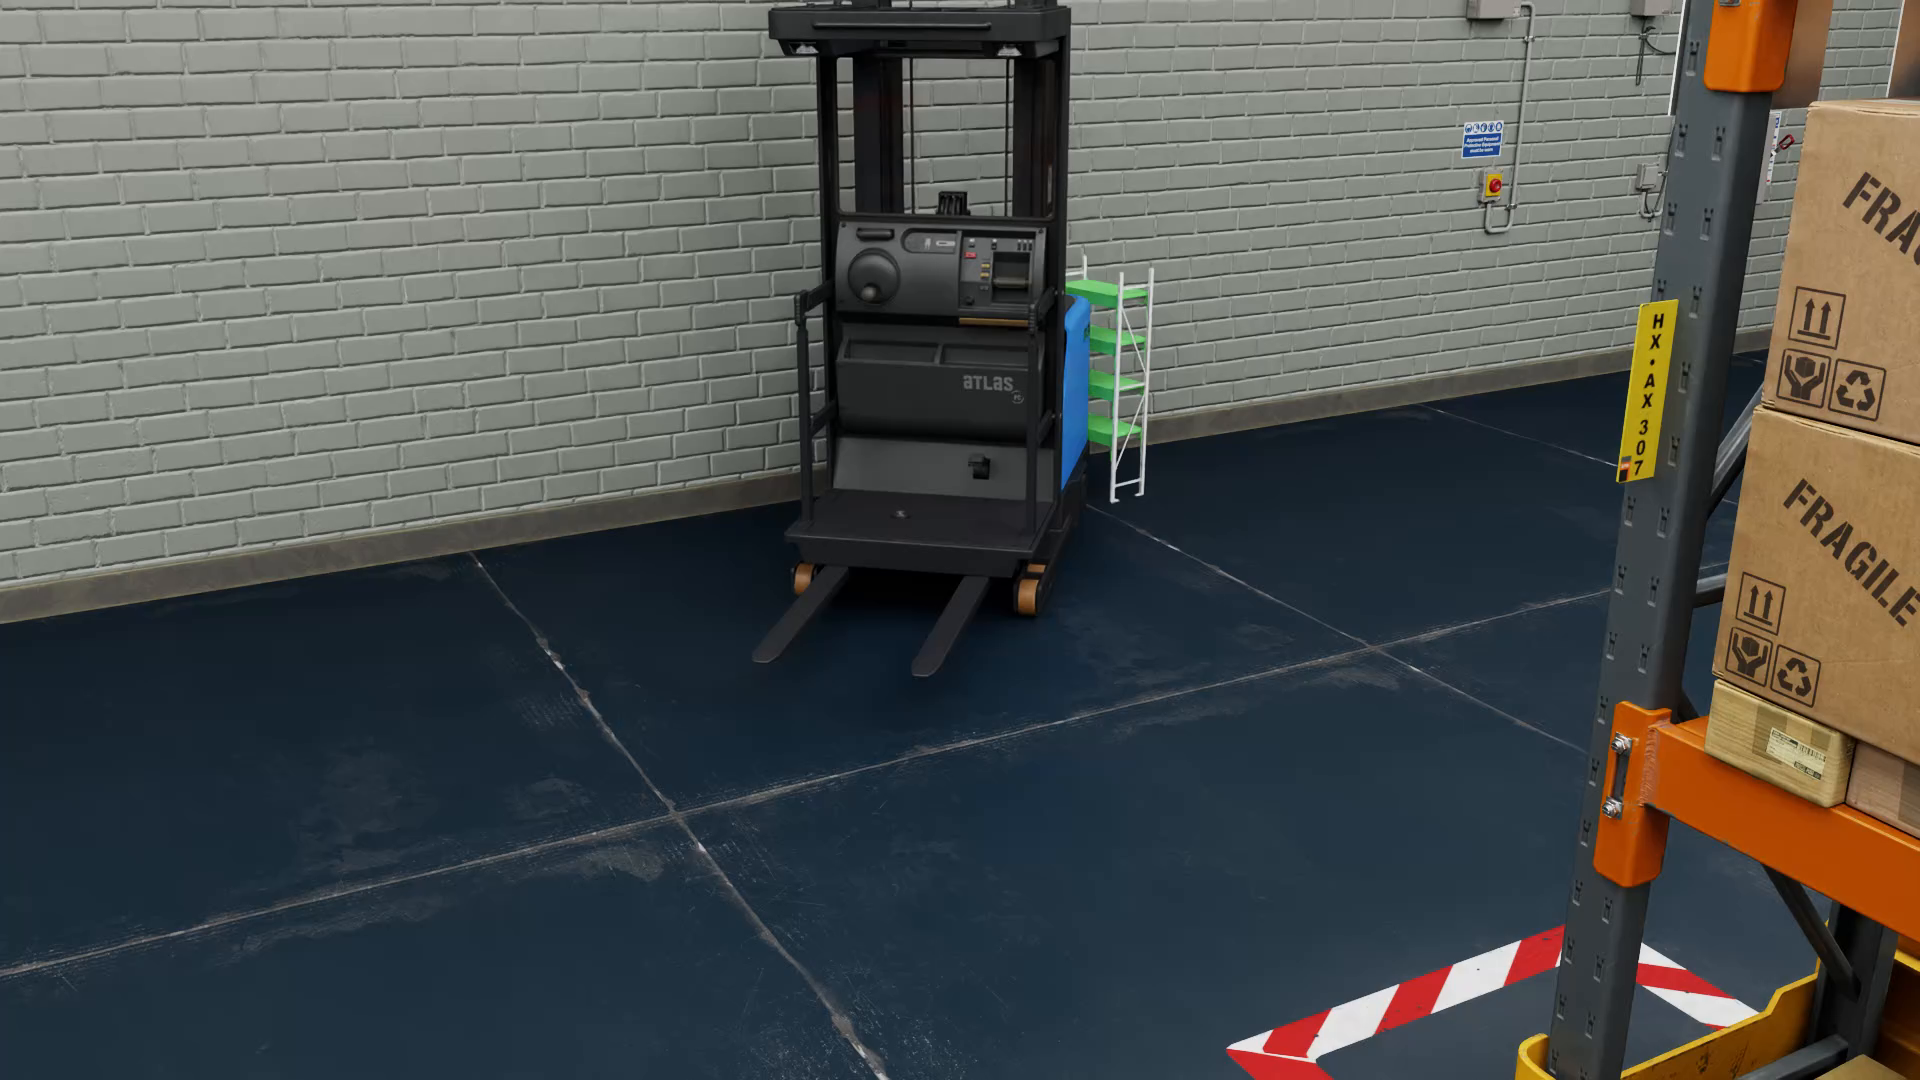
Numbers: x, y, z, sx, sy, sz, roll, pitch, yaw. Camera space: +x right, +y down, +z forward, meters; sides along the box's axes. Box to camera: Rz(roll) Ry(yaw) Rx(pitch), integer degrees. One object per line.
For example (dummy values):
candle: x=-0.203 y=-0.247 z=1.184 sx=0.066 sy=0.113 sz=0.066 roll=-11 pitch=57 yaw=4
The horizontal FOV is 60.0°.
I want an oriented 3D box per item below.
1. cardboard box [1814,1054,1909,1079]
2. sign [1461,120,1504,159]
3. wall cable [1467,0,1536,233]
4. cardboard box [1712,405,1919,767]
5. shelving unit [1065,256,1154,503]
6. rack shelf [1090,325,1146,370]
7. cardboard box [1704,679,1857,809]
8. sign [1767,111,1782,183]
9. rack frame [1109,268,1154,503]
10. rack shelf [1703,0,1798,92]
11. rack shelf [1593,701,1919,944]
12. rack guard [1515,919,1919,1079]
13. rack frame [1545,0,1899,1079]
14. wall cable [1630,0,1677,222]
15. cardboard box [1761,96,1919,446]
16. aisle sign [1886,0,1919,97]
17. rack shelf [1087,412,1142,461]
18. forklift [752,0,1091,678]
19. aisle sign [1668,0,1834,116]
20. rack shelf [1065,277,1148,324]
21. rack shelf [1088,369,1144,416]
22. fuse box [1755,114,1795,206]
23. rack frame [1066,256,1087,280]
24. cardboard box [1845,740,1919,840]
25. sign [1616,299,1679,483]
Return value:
cardboard box: x=1.657 y=1.132 z=3.067 sx=0.380 sy=0.149 sz=0.250 roll=-11 pitch=22 yaw=-29
sign: x=3.246 y=-2.488 z=10.328 sx=0.327 sy=0.218 sz=0.001 roll=-10 pitch=21 yaw=-27
wall cable: x=3.318 y=-2.845 z=10.172 sx=0.585 sy=1.953 sz=0.123 roll=-10 pitch=21 yaw=-27
cardboard box: x=1.677 y=0.045 z=2.794 sx=0.500 sy=0.500 sz=0.500 roll=-9 pitch=21 yaw=-24
shelving unit: x=0.727 y=-0.851 z=8.753 sx=0.258 sy=1.200 sz=0.503 roll=-14 pitch=24 yaw=-38
rack shelf: x=0.729 y=-1.018 z=8.697 sx=0.258 sy=0.148 sz=0.480 roll=-14 pitch=24 yaw=-38
cardboard box: x=1.573 y=0.324 z=2.980 sx=0.380 sy=0.149 sz=0.250 roll=-10 pitch=21 yaw=-27
sign: x=5.572 y=-2.724 z=11.574 sx=0.329 sy=0.494 sz=0.001 roll=-10 pitch=21 yaw=-27
rack frame: x=0.884 y=-0.790 z=8.576 sx=0.240 sy=1.200 sz=0.015 roll=-14 pitch=24 yaw=-38
rack shelf: x=2.657 y=-0.443 z=1.320 sx=1.077 sy=0.370 sz=4.000 roll=-10 pitch=21 yaw=-27
rack shelf: x=2.657 y=0.975 z=1.809 sx=1.077 sy=0.370 sz=4.000 roll=-10 pitch=21 yaw=-27
rack guard: x=1.743 y=1.264 z=3.700 sx=1.175 sy=0.500 sz=0.348 roll=-10 pitch=21 yaw=-27
rack frame: x=1.704 y=0.062 z=3.354 sx=0.949 sy=2.616 sz=0.053 roll=-10 pitch=21 yaw=-27
wall cable: x=4.560 y=-3.053 z=10.823 sx=0.588 sy=1.984 sz=0.122 roll=-10 pitch=21 yaw=-27
cardboard box: x=1.687 y=-0.430 z=2.635 sx=0.500 sy=0.500 sz=0.500 roll=-10 pitch=21 yaw=-27
aisle sign: x=1.937 y=-1.235 z=3.127 sx=0.394 sy=0.787 sz=0.004 roll=-10 pitch=21 yaw=-27
rack shelf: x=0.725 y=-0.563 z=8.849 sx=0.258 sy=0.148 sz=0.480 roll=-14 pitch=24 yaw=-38
forklift: x=-0.129 y=-1.186 z=7.076 sx=1.130 sy=2.935 sz=3.031 roll=4 pitch=19 yaw=11
aisle sign: x=1.409 y=-1.142 z=2.858 sx=0.394 sy=0.787 sz=0.004 roll=-10 pitch=21 yaw=-27
rack shelf: x=0.731 y=-1.245 z=8.620 sx=0.258 sy=0.148 sz=0.480 roll=-14 pitch=24 yaw=-38
rack shelf: x=0.727 y=-0.790 z=8.773 sx=0.258 sy=0.148 sz=0.480 roll=-14 pitch=24 yaw=-38
fuse box: x=5.235 y=-2.024 z=11.374 sx=0.539 sy=1.711 sz=0.414 roll=-10 pitch=21 yaw=-27
rack frame: x=0.570 y=-0.912 z=8.929 sx=0.240 sy=1.200 sz=0.015 roll=-14 pitch=24 yaw=-38
cardboard box: x=1.730 y=0.390 z=2.787 sx=0.380 sy=0.149 sz=0.250 roll=-9 pitch=21 yaw=-25
sign: x=1.230 y=-0.264 z=2.971 sx=0.100 sy=0.325 sz=0.005 roll=-10 pitch=21 yaw=-27
